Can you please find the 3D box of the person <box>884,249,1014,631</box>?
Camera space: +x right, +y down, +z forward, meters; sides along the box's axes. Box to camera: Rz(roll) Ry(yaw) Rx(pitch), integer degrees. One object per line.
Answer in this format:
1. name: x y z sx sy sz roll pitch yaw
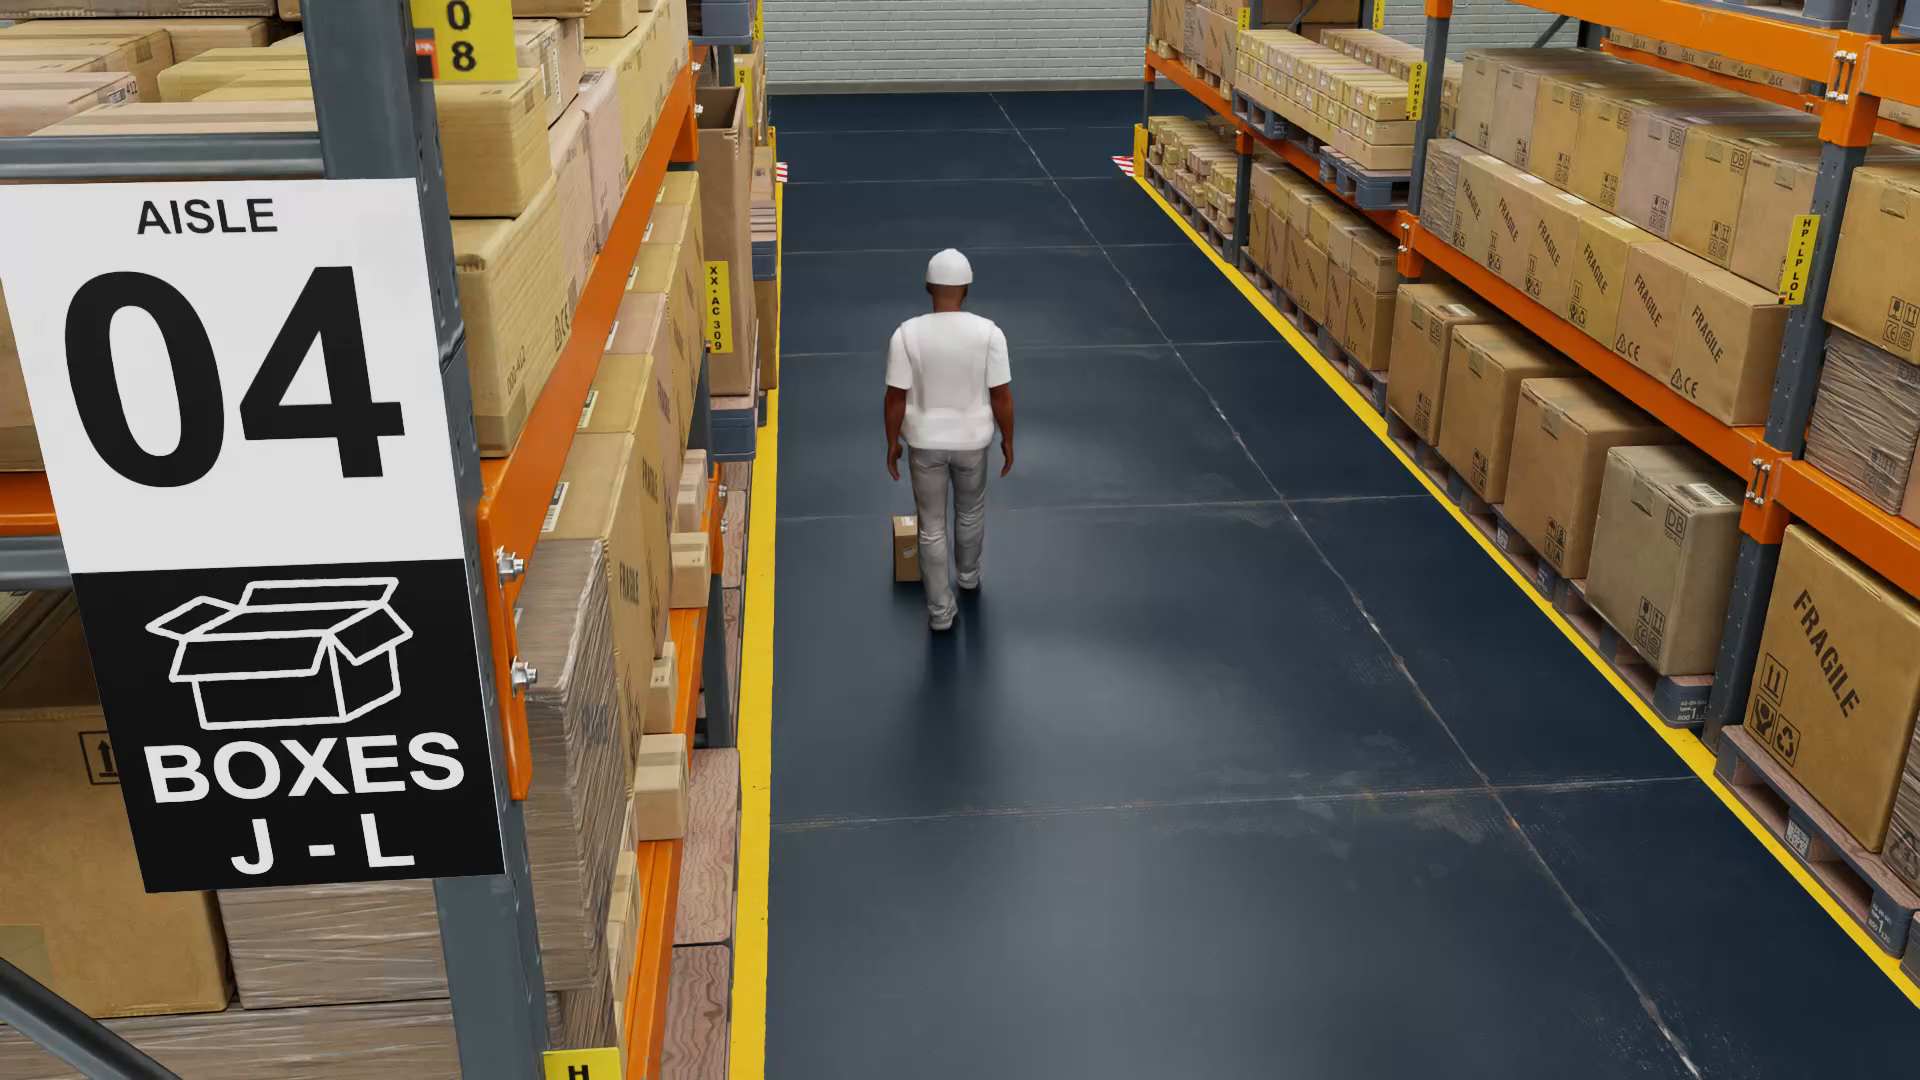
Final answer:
1. person: -0.062 -0.520 7.735 0.593 1.752 0.748 -2 24 -4
